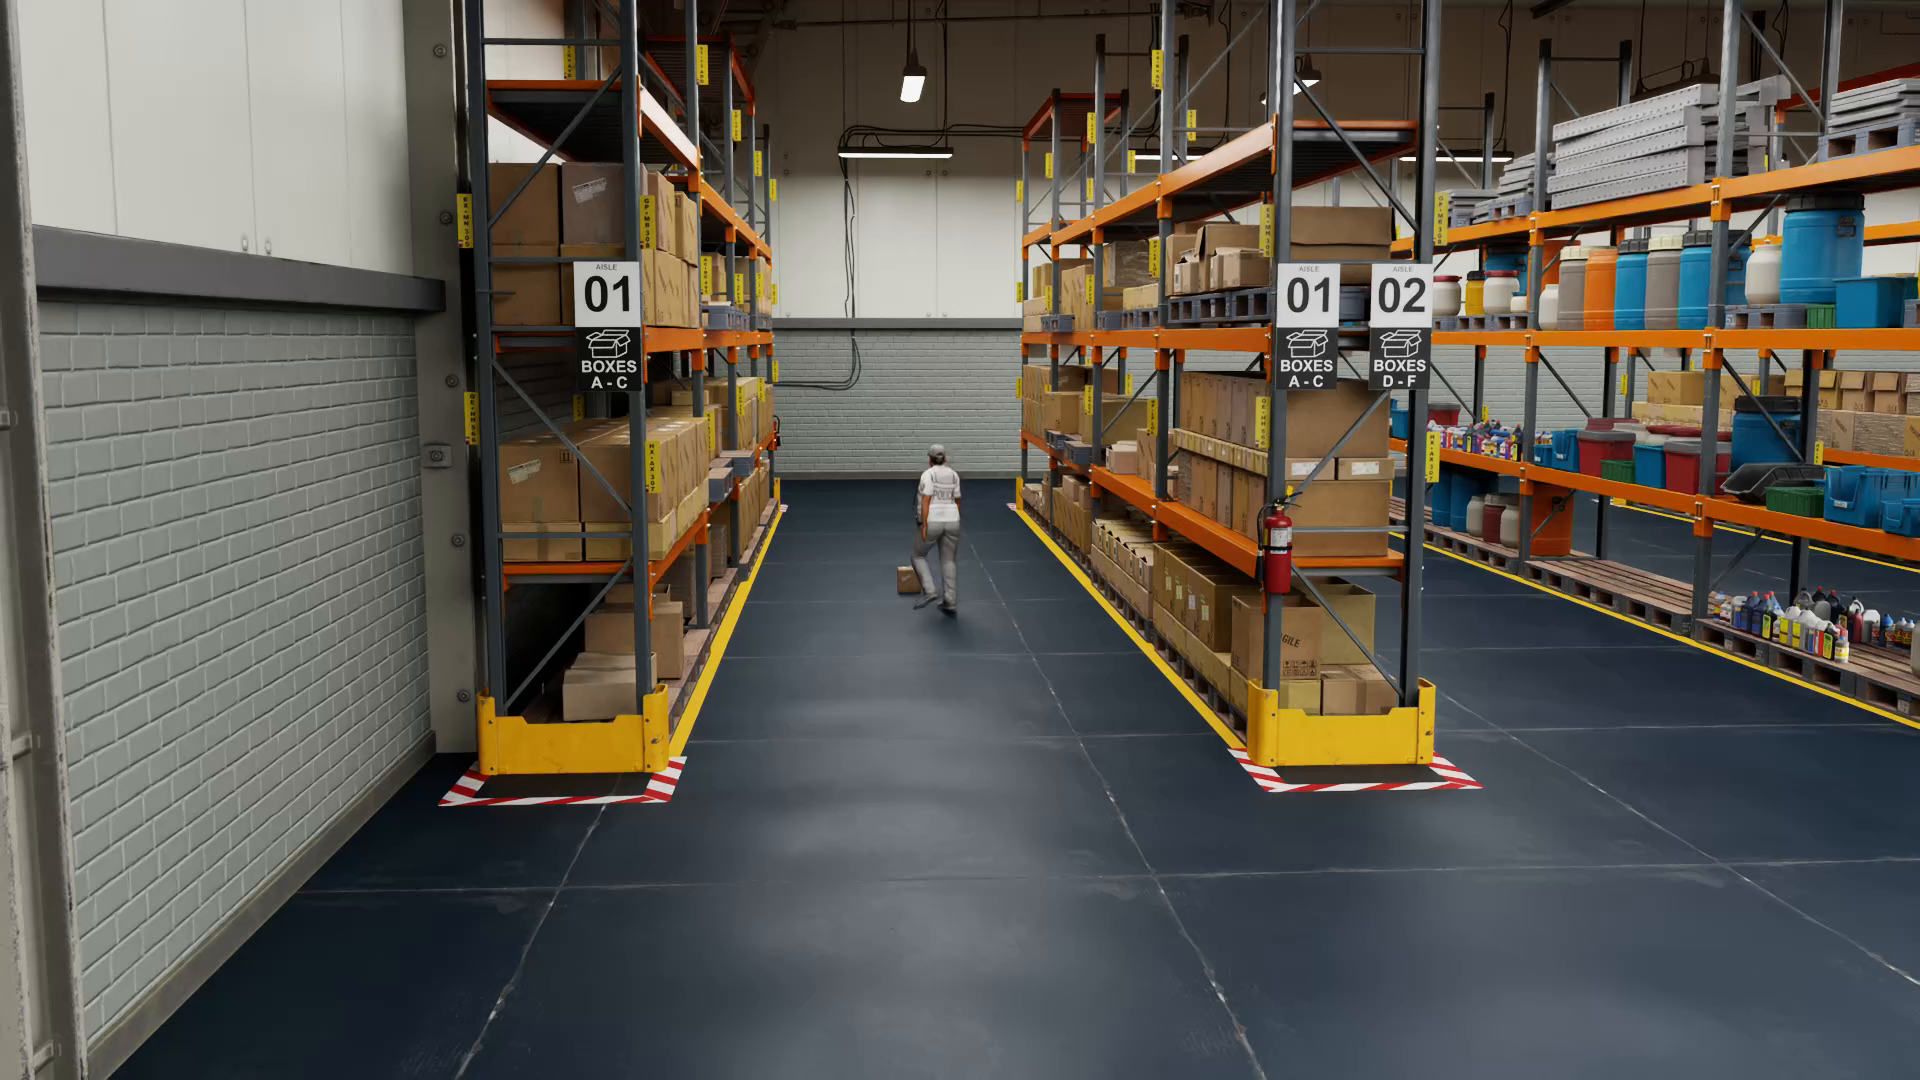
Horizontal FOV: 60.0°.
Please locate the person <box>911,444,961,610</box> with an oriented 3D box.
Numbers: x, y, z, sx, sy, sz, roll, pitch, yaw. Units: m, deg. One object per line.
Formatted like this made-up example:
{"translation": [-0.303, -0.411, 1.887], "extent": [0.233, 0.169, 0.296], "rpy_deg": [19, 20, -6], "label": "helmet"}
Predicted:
{"translation": [-0.211, -0.129, 16.702], "extent": [0.512, 1.655, 0.515], "rpy_deg": [-4, 8, -29], "label": "person"}
